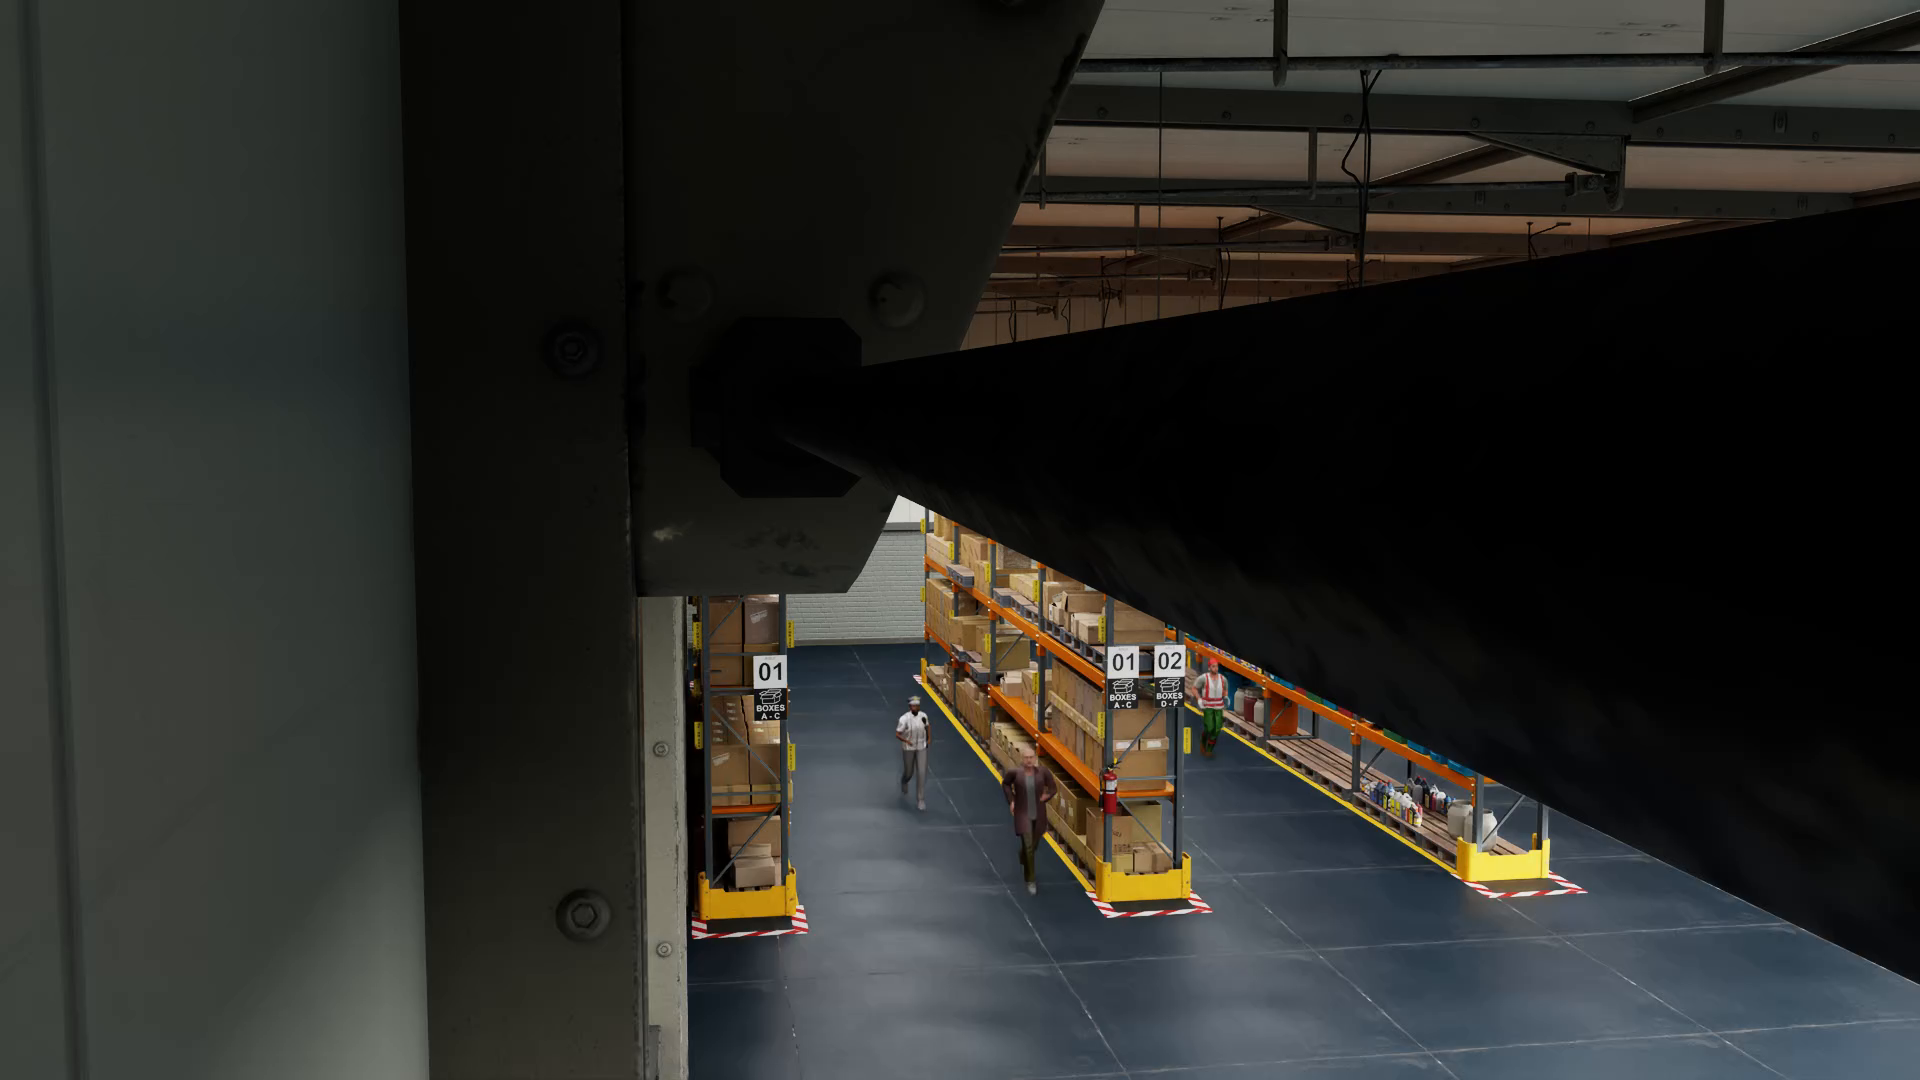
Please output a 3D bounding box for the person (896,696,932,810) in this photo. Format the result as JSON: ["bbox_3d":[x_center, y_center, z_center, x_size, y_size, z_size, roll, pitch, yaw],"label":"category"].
[{"bbox_3d":[-0.700,3.240,25.643,0.595,1.713,0.836,-2,5,-18],"label":"person"}]

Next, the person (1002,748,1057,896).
[{"bbox_3d":[0.909,3.543,21.381,0.686,1.770,0.988,-1,5,-10],"label":"person"}]

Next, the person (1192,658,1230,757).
[{"bbox_3d":[4.387,2.917,28.810,0.634,1.739,0.570,-1,5,-13],"label":"person"}]
